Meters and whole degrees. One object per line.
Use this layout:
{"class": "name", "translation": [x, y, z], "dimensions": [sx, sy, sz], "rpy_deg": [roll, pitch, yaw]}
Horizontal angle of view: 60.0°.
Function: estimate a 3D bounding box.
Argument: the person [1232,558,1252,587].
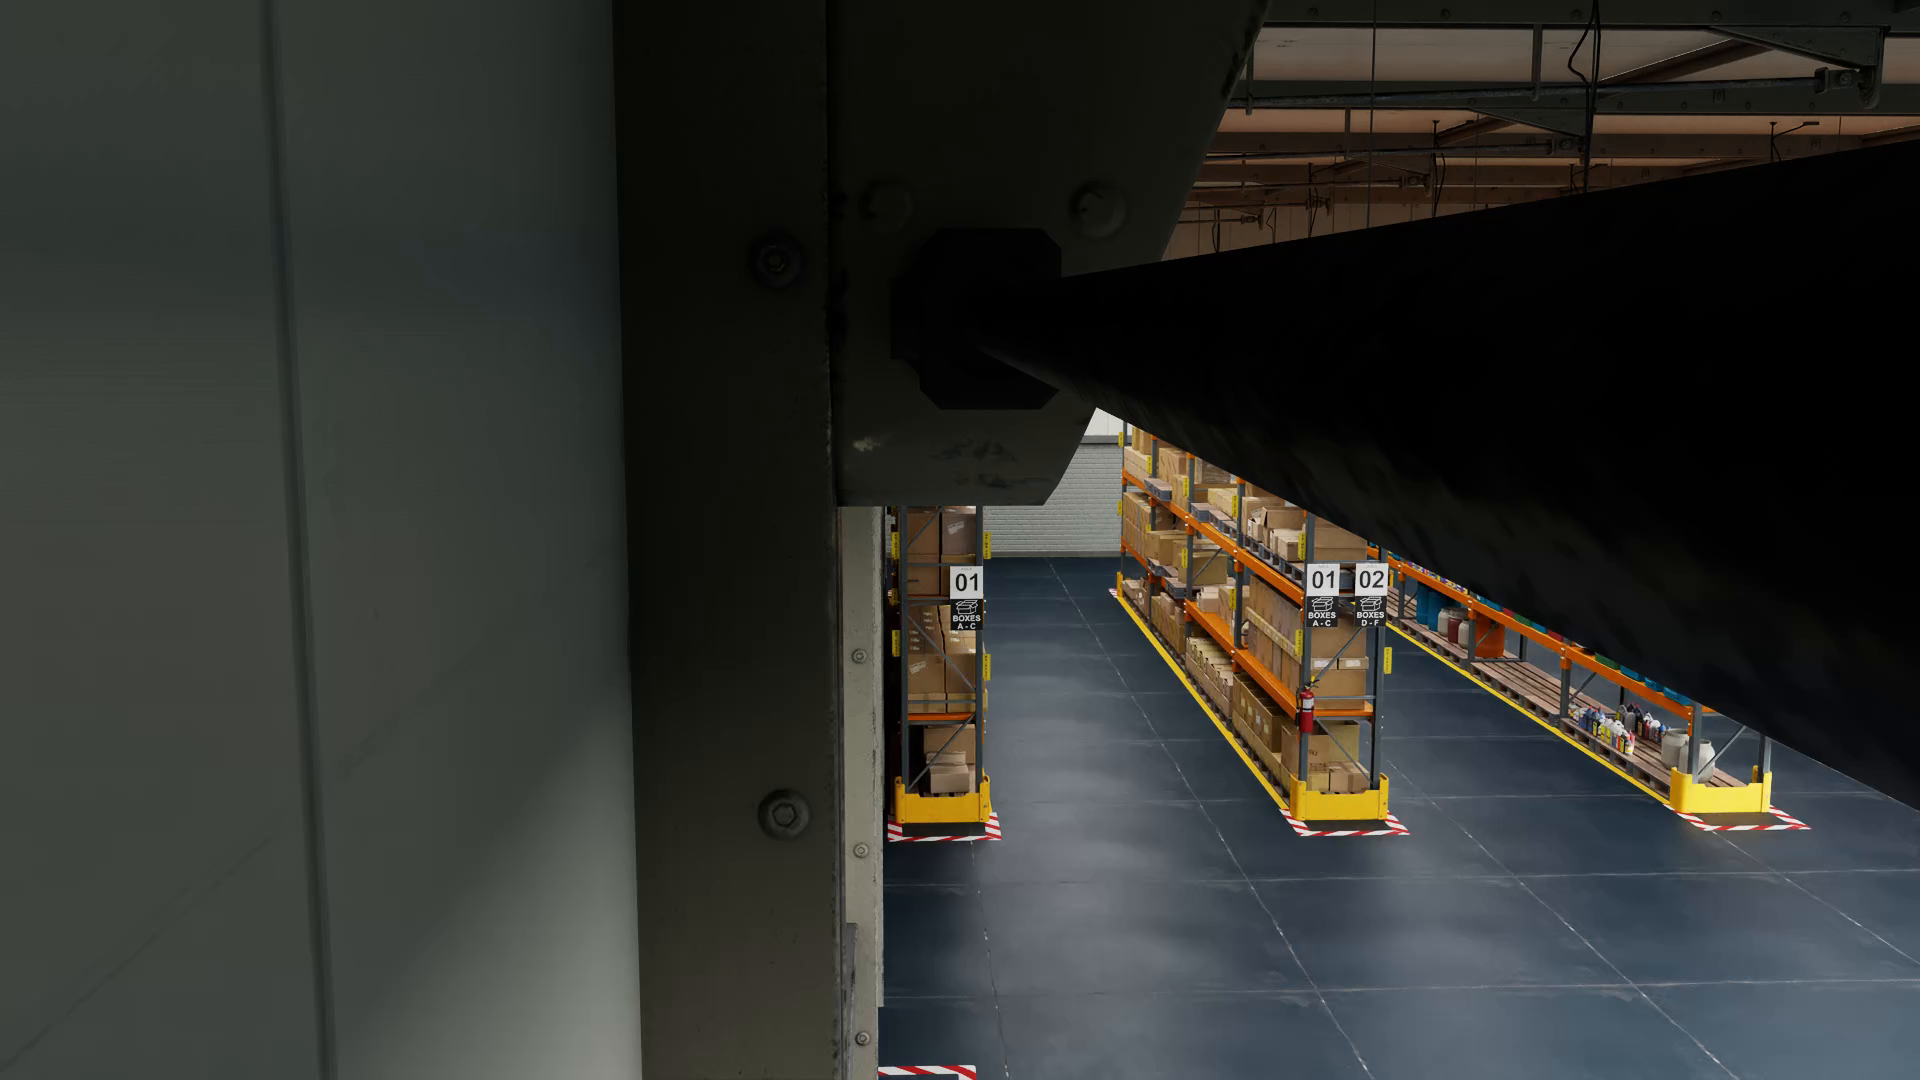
{"class": "person", "translation": [5.982, 0.550, 35.475], "dimensions": [0.531, 1.679, 0.884], "rpy_deg": [-2, 8, -16]}
